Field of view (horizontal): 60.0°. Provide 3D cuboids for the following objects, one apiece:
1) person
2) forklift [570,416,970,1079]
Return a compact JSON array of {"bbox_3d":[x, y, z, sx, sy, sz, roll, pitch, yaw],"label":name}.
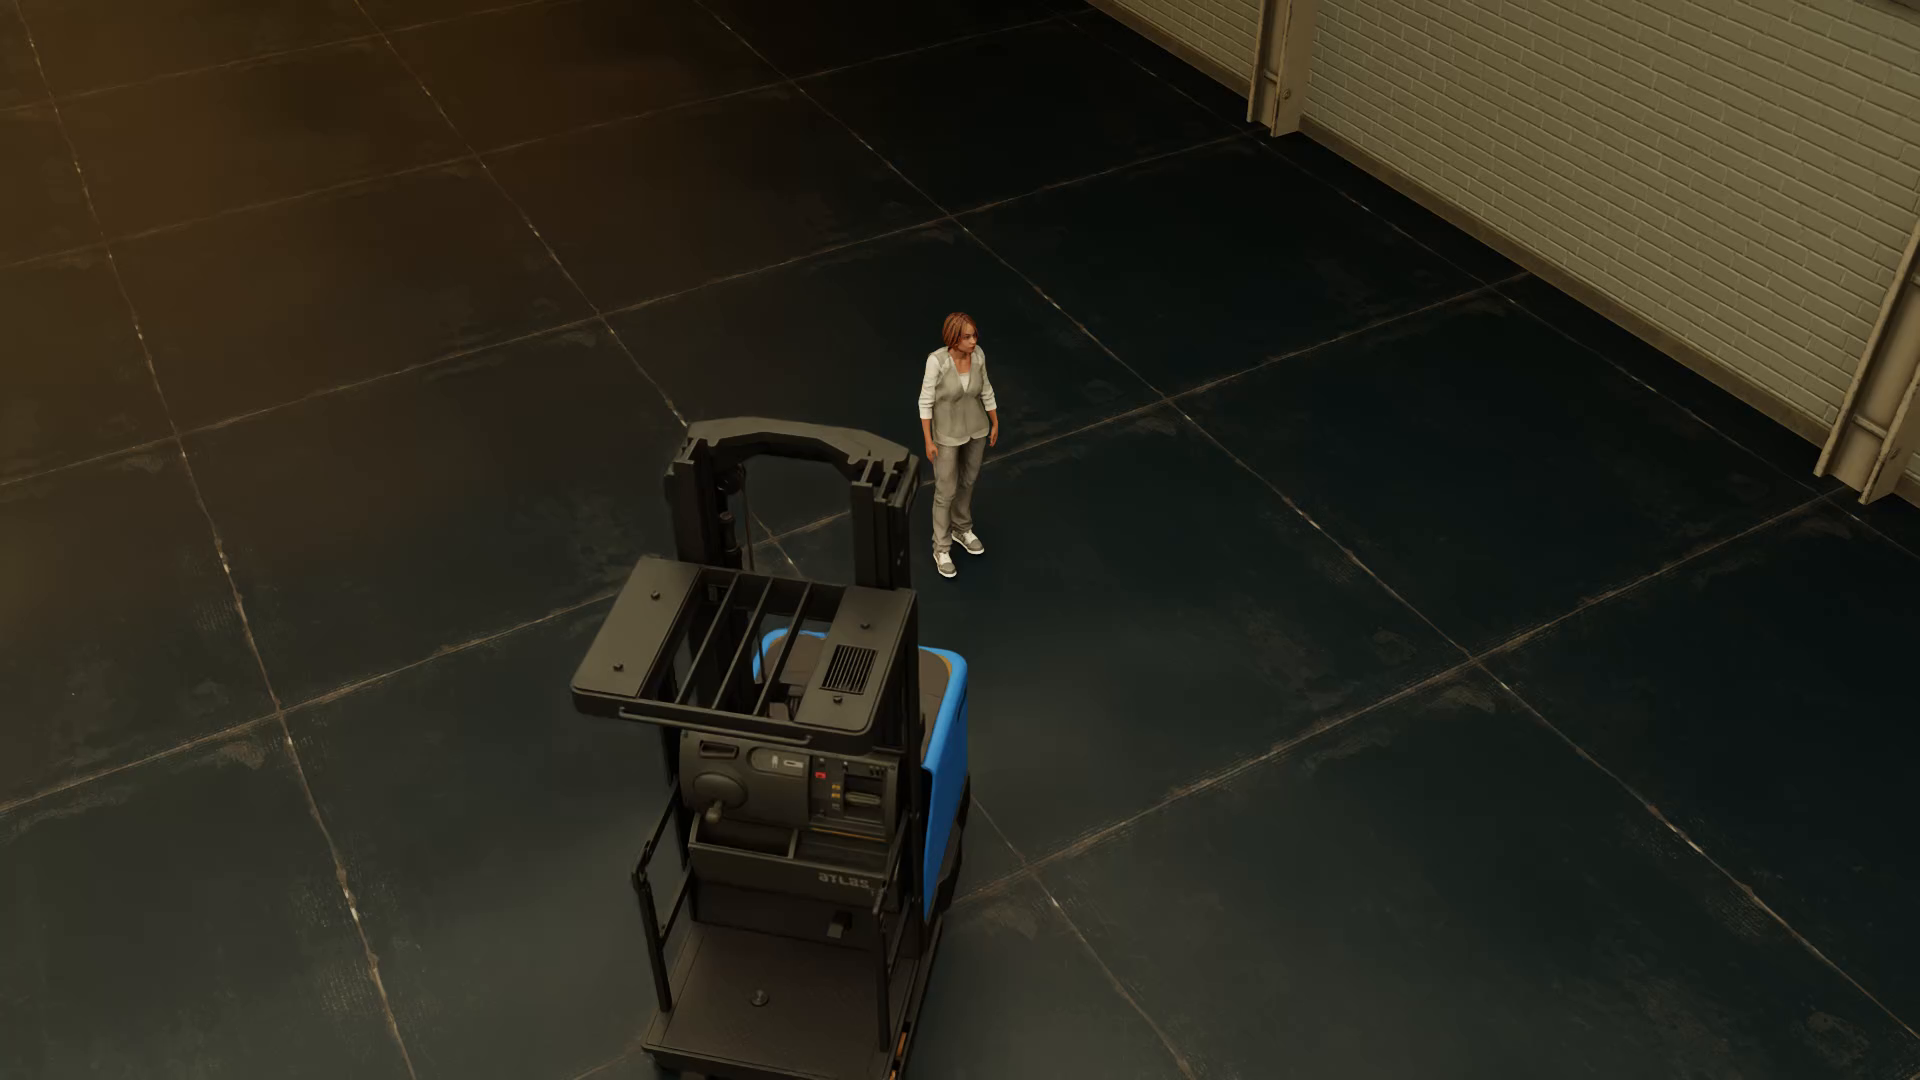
[{"bbox_3d":[0.025,-0.575,9.763,0.521,1.596,0.475,-20,44,-23],"label":"person"},{"bbox_3d":[-0.751,1.097,6.714,1.130,2.935,3.031,8,40,9],"label":"forklift"}]
